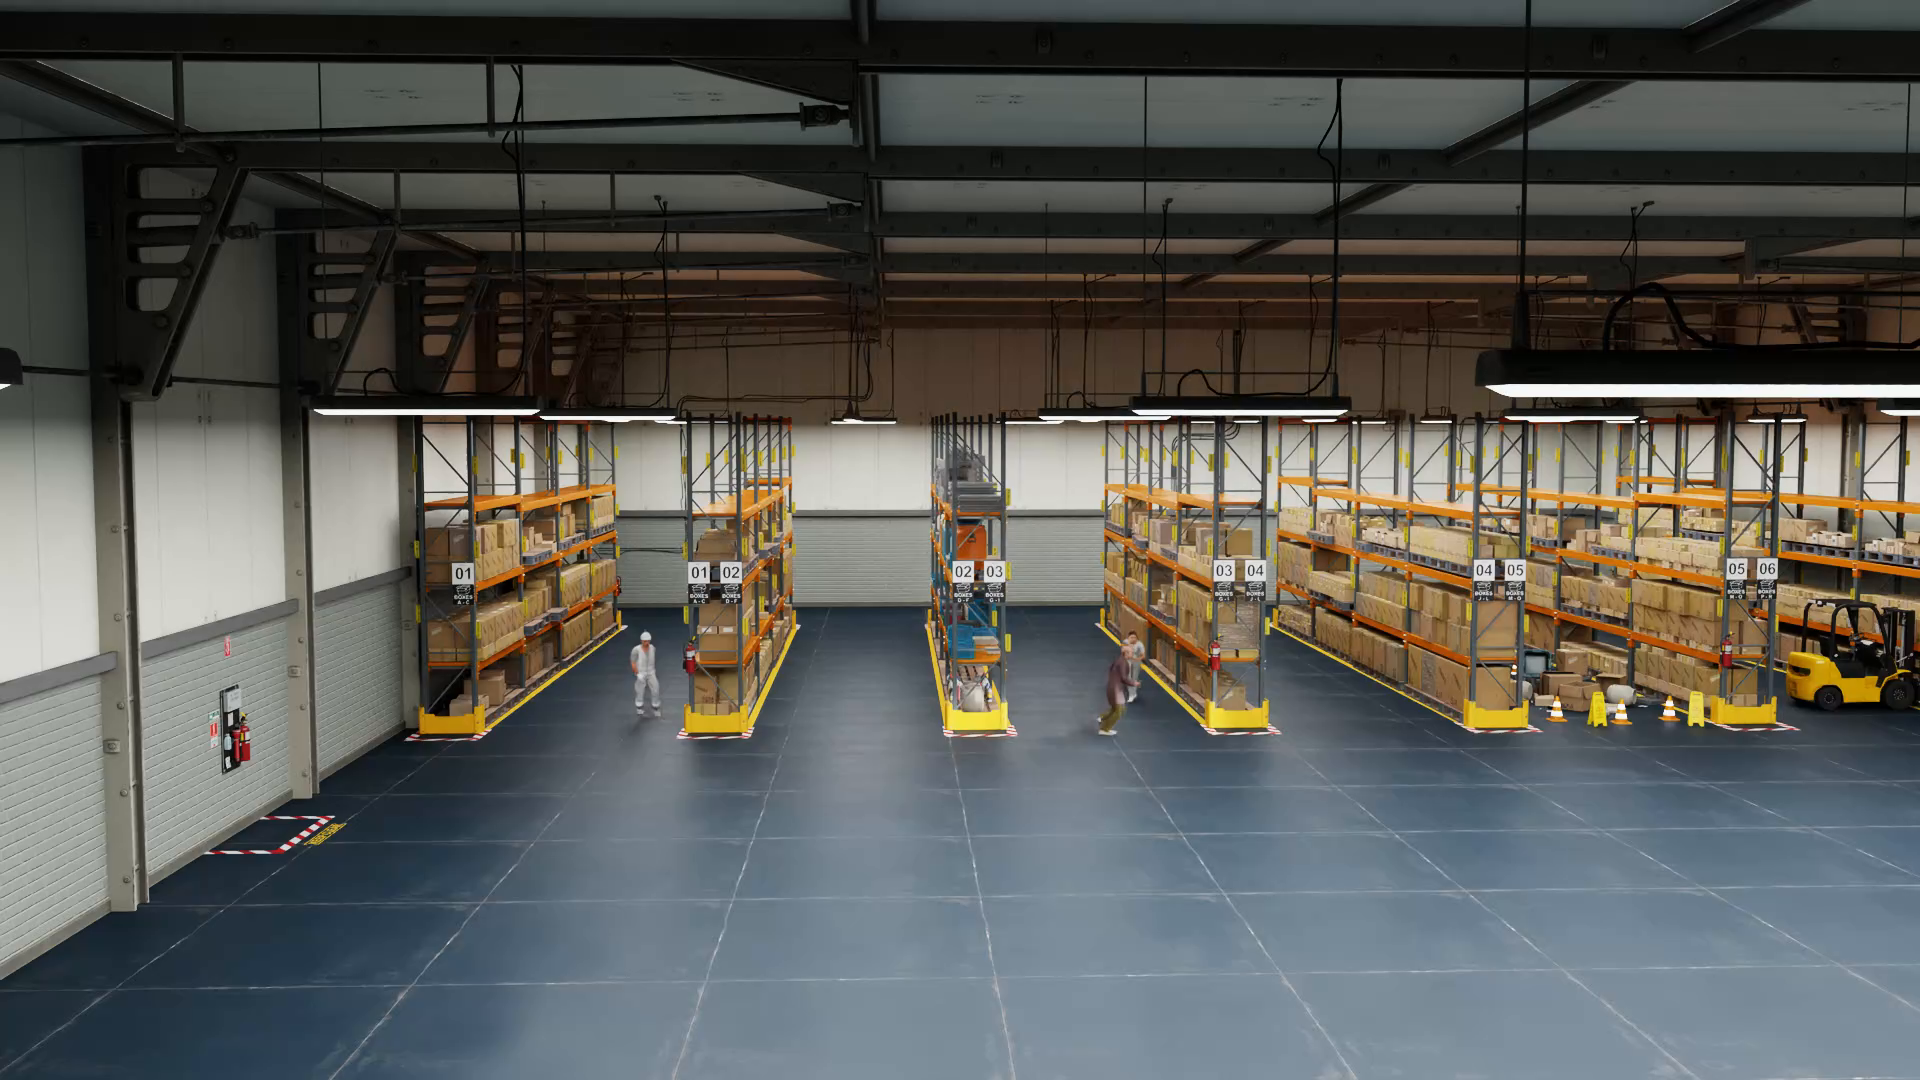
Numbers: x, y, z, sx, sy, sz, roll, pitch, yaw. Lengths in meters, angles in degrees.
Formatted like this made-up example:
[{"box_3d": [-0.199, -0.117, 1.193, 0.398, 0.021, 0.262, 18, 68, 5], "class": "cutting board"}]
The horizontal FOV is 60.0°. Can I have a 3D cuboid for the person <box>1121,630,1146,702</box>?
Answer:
[{"box_3d": [3.631, 2.590, 34.743, 0.580, 1.499, 1.058, 1, 4, 14], "class": "person"}]

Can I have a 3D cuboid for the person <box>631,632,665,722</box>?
[{"box_3d": [-6.134, 2.683, 32.416, 0.616, 1.833, 0.764, -2, 4, -27], "class": "person"}]

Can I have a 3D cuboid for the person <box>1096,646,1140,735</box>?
[{"box_3d": [2.941, 2.792, 30.892, 0.817, 1.670, 0.687, 0, 4, 1], "class": "person"}]
